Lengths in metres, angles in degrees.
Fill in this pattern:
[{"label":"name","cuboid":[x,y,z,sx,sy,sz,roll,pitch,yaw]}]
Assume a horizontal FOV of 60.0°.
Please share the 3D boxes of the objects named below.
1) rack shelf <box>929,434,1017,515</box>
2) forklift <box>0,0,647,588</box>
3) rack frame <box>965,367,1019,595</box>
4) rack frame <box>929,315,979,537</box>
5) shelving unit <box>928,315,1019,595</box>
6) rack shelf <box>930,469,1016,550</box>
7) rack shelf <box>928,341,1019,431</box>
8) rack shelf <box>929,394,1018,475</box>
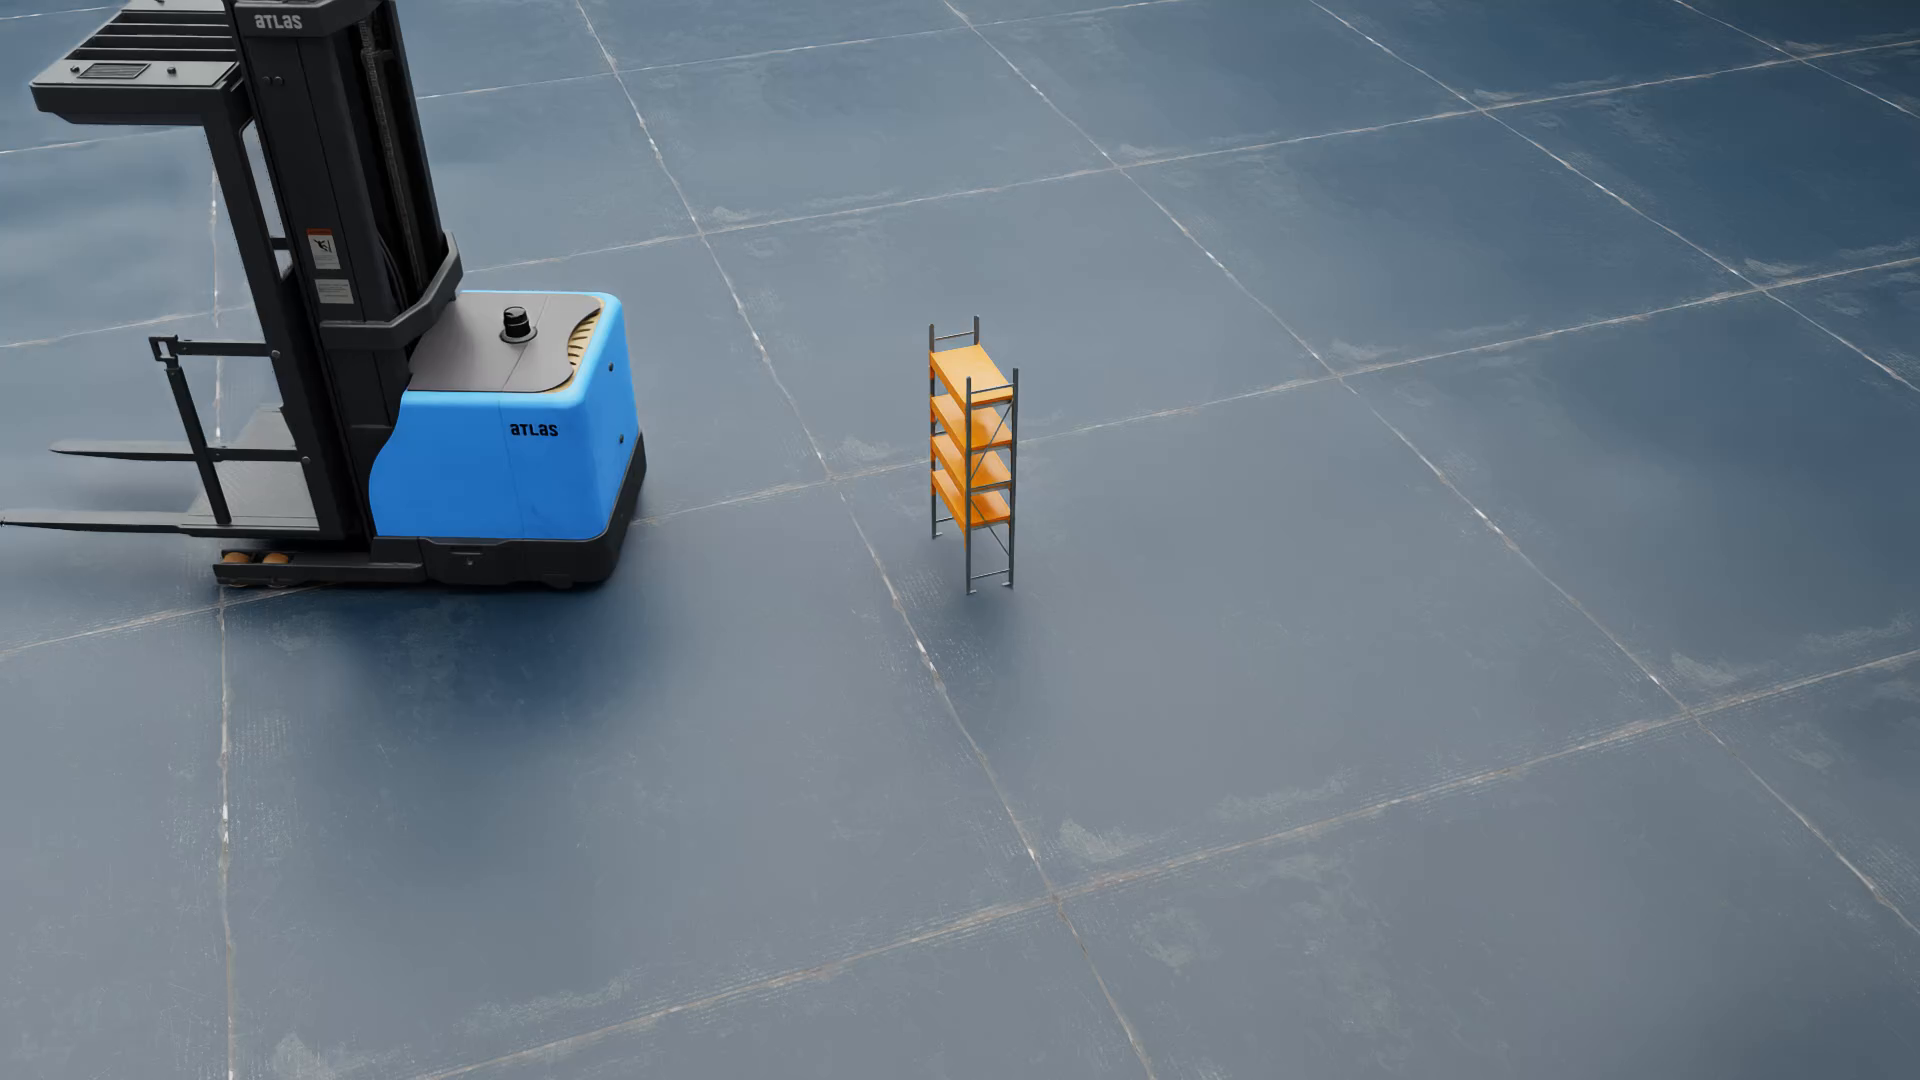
[{"label":"rack shelf","cuboid":[0.057,-0.332,7.805,0.258,0.148,0.480,-12,39,-16]},{"label":"forklift","cuboid":[-3.152,-1.259,7.485,3.031,2.935,1.130,1,37,2]},{"label":"rack frame","cuboid":[0.141,-0.248,7.582,0.240,1.200,0.015,-12,39,-16]},{"label":"rack frame","cuboid":[-0.027,-0.524,7.948,0.240,1.200,0.015,-12,39,-16]},{"label":"shelving unit","cuboid":[0.057,-0.386,7.765,0.258,1.200,0.503,-12,39,-16]},{"label":"rack shelf","cuboid":[0.057,-0.173,7.925,0.258,0.148,0.480,-12,39,-16]},{"label":"rack shelf","cuboid":[0.057,-0.700,7.528,0.258,0.148,0.480,-12,39,-16]},{"label":"rack shelf","cuboid":[0.057,-0.511,7.671,0.258,0.148,0.480,-12,39,-16]}]
